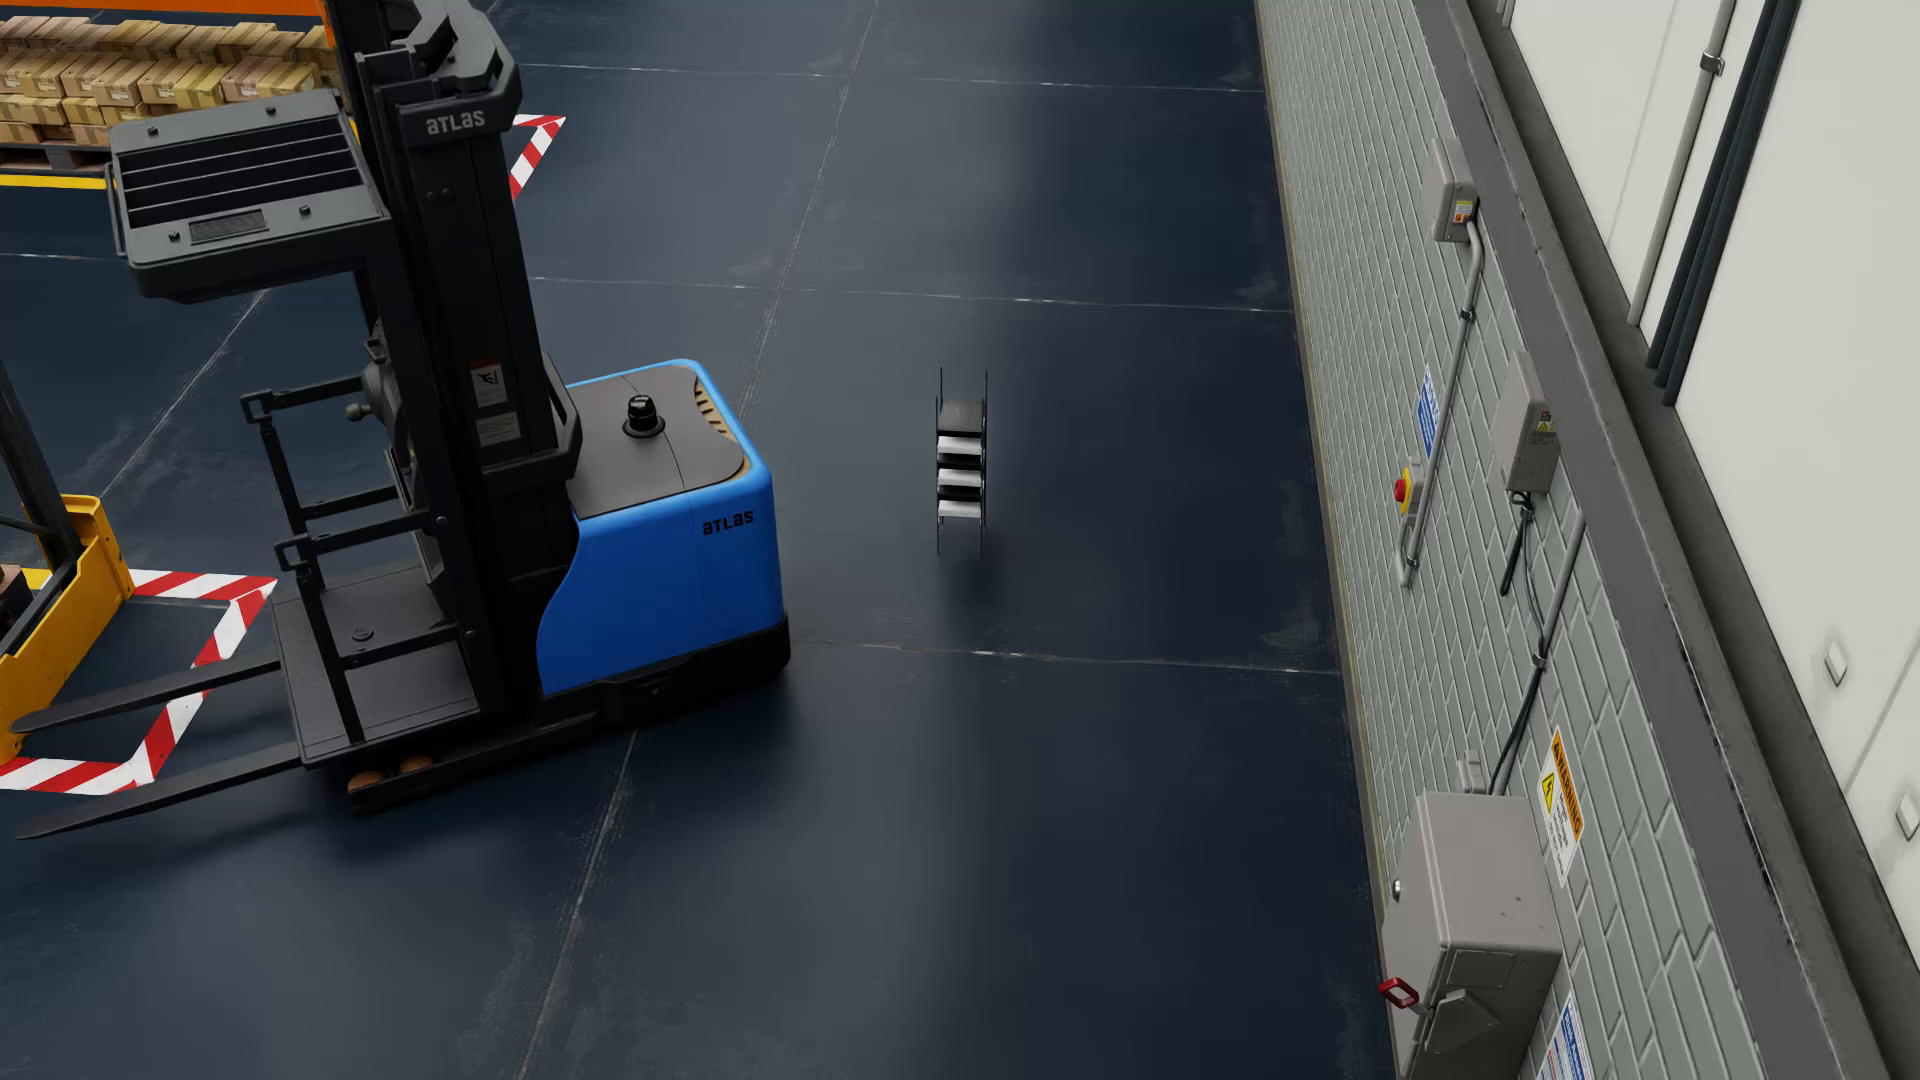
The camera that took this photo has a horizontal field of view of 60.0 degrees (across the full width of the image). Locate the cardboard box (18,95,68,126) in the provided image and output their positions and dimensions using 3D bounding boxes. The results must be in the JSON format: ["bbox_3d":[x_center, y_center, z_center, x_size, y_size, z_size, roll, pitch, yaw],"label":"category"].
[{"bbox_3d":[-5.819,-2.821,10.700,0.250,0.149,0.380,4,39,4],"label":"cardboard box"}]

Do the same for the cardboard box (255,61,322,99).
[{"bbox_3d":[-4.252,-2.886,10.544,0.250,0.149,0.380,4,39,4],"label":"cardboard box"}]

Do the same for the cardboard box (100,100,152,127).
[{"bbox_3d":[-5.288,-2.797,10.671,0.250,0.149,0.380,4,39,5],"label":"cardboard box"}]

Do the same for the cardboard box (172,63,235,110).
[{"bbox_3d":[-4.767,-2.870,10.524,0.250,0.149,0.380,2,39,3],"label":"cardboard box"}]

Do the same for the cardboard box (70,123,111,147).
[{"bbox_3d":[-5.543,-2.709,10.798,0.250,0.149,0.380,4,39,5],"label":"cardboard box"}]

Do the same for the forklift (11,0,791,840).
[{"bbox_3d":[-2.291,-0.442,6.142,3.031,2.935,1.130,-16,42,-19],"label":"forklift"}]

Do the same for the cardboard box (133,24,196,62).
[{"bbox_3d":[-5.251,-3.275,11.022,0.250,0.149,0.380,5,39,6],"label":"cardboard box"}]

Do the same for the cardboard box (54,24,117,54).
[{"bbox_3d":[-5.767,-3.271,11.018,0.250,0.149,0.380,3,39,4],"label":"cardboard box"}]

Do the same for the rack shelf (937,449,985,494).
[{"bbox_3d":[0.008,-0.323,7.657,0.200,0.077,0.258,3,39,4],"label":"rack shelf"}]

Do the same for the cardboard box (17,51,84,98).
[{"bbox_3d":[-5.808,-2.984,10.665,0.250,0.149,0.380,3,39,4],"label":"cardboard box"}]

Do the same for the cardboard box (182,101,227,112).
[{"bbox_3d":[-4.771,-2.777,10.647,0.250,0.149,0.380,2,39,2],"label":"cardboard box"}]

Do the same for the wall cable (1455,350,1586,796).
[{"bbox_3d":[1.479,0.181,4.517,0.122,1.984,0.588,3,39,4],"label":"wall cable"}]

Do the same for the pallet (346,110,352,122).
[{"bbox_3d":[-4.585,-2.718,11.092,1.213,0.211,1.003,3,39,4],"label":"pallet"}]

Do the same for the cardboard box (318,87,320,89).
[{"bbox_3d":[-4.254,-2.750,10.613,0.250,0.149,0.380,2,39,3],"label":"cardboard box"}]

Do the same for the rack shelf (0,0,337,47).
[{"bbox_3d":[-5.696,-3.558,10.486,4.000,0.370,1.077,3,39,4],"label":"rack shelf"}]

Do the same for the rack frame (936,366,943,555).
[{"bbox_3d":[-0.093,-0.354,7.643,0.006,0.900,0.240,3,39,4],"label":"rack frame"}]

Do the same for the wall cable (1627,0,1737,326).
[{"bbox_3d":[1.594,-2.331,3.656,0.029,3.000,2.355,3,39,4],"label":"wall cable"}]

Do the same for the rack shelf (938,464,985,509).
[{"bbox_3d":[0.008,-0.253,7.714,0.200,0.077,0.258,3,39,4],"label":"rack shelf"}]

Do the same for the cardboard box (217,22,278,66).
[{"bbox_3d":[-4.721,-3.292,11.043,0.250,0.149,0.380,3,39,4],"label":"cardboard box"}]

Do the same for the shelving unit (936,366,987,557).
[{"bbox_3d":[0.008,-0.349,7.636,0.210,0.900,0.258,3,39,4],"label":"shelving unit"}]

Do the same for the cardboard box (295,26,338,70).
[{"bbox_3d":[-4.196,-3.259,11.002,0.250,0.149,0.380,1,39,2],"label":"cardboard box"}]

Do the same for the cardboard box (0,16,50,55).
[{"bbox_3d":[-6.275,-3.361,11.127,0.250,0.149,0.380,1,39,2],"label":"cardboard box"}]

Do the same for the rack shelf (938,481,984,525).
[{"bbox_3d":[0.008,-0.183,7.771,0.200,0.077,0.258,3,39,4],"label":"rack shelf"}]

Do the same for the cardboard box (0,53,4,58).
[{"bbox_3d":[-6.329,-2.985,10.666,0.250,0.149,0.380,4,39,5],"label":"cardboard box"}]

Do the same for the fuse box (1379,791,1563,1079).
[{"bbox_3d":[1.264,1.496,4.727,0.414,1.711,0.539,3,39,4],"label":"fuse box"}]

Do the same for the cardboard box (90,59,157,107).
[{"bbox_3d":[-5.292,-2.903,10.566,0.250,0.149,0.380,5,39,6],"label":"cardboard box"}]

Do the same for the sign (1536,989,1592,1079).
[{"bbox_3d":[1.427,1.355,3.955,0.001,0.494,0.329,3,39,4],"label":"sign"}]

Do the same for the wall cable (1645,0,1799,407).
[{"bbox_3d":[1.316,-0.595,1.494,0.133,3.039,2.988,3,39,4],"label":"wall cable"}]

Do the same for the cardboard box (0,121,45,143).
[{"bbox_3d":[-6.057,-2.736,10.832,0.250,0.149,0.380,2,39,3],"label":"cardboard box"}]

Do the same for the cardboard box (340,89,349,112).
[{"bbox_3d":[-4.197,-3.015,11.175,0.250,0.149,0.380,4,39,5],"label":"cardboard box"}]

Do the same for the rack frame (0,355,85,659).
[{"bbox_3d":[-4.030,-0.610,6.293,0.127,3.000,1.000,3,39,4],"label":"rack frame"}]

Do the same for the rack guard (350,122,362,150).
[{"bbox_3d":[-3.779,-2.763,10.919,0.348,0.500,1.175,3,39,4],"label":"rack guard"}]
